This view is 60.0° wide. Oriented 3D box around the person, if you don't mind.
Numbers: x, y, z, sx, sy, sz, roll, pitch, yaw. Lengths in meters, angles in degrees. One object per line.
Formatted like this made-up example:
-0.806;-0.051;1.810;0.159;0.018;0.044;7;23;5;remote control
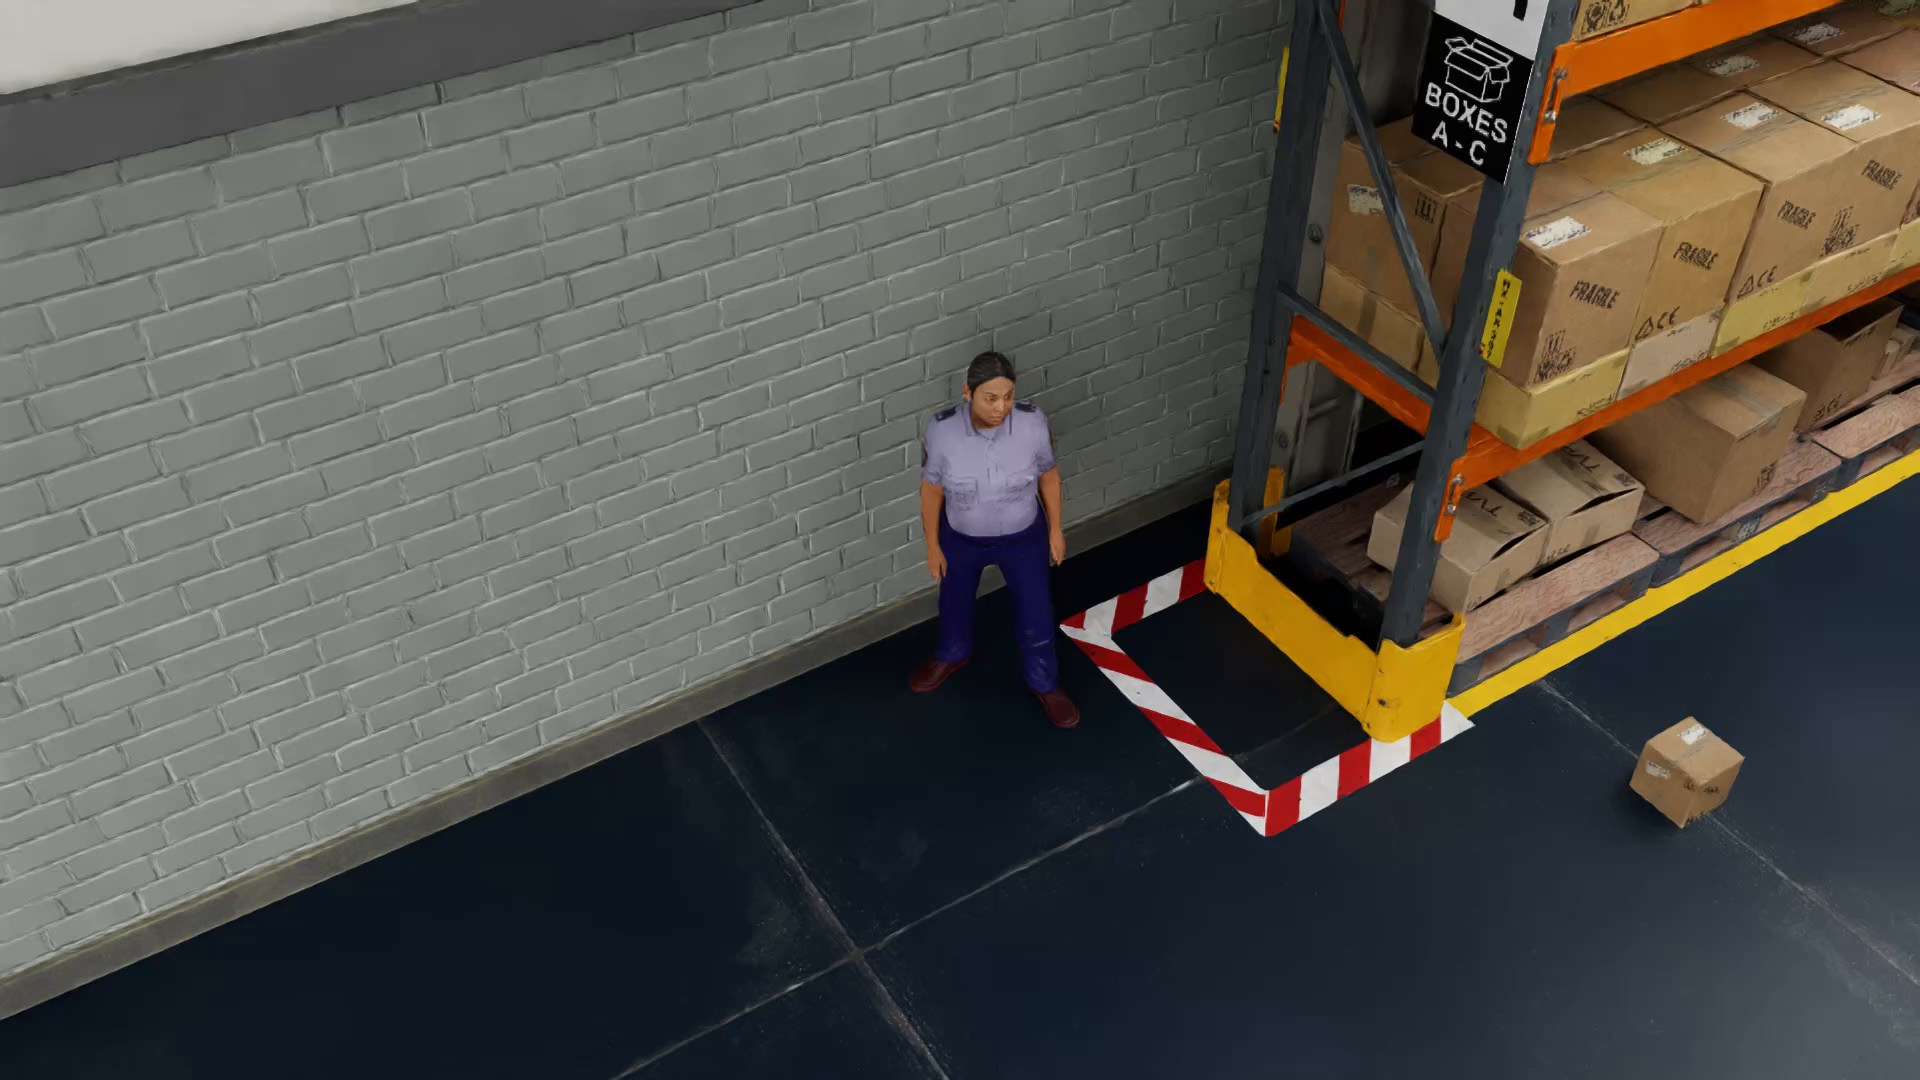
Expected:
0.131;-0.010;6.150;0.672;1.647;0.454;-1;41;-2;person
